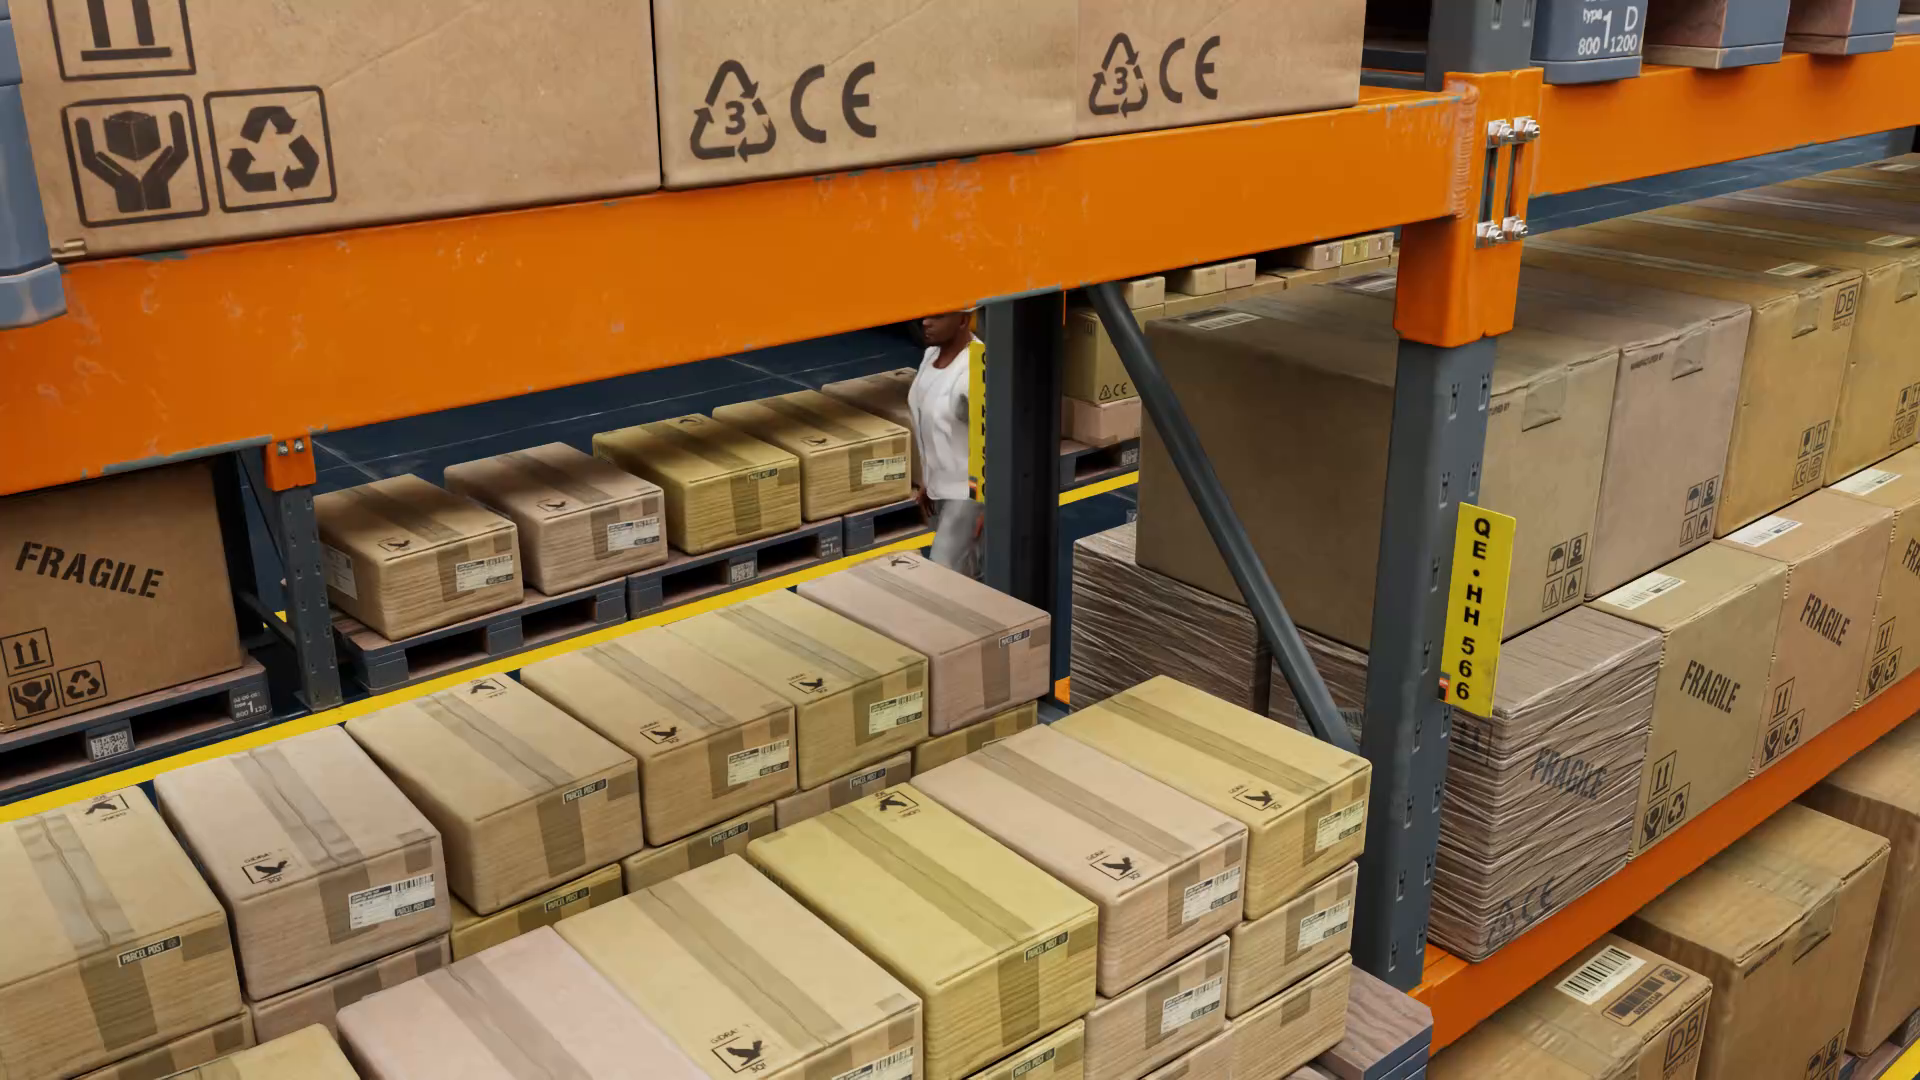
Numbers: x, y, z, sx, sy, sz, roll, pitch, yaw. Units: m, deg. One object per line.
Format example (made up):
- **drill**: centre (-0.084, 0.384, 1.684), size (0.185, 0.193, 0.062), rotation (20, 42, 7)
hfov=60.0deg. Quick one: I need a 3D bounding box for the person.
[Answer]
- **person**: centre (-0.037, -0.182, 6.493), size (0.828, 1.729, 0.687), rotation (-7, 22, -19)
